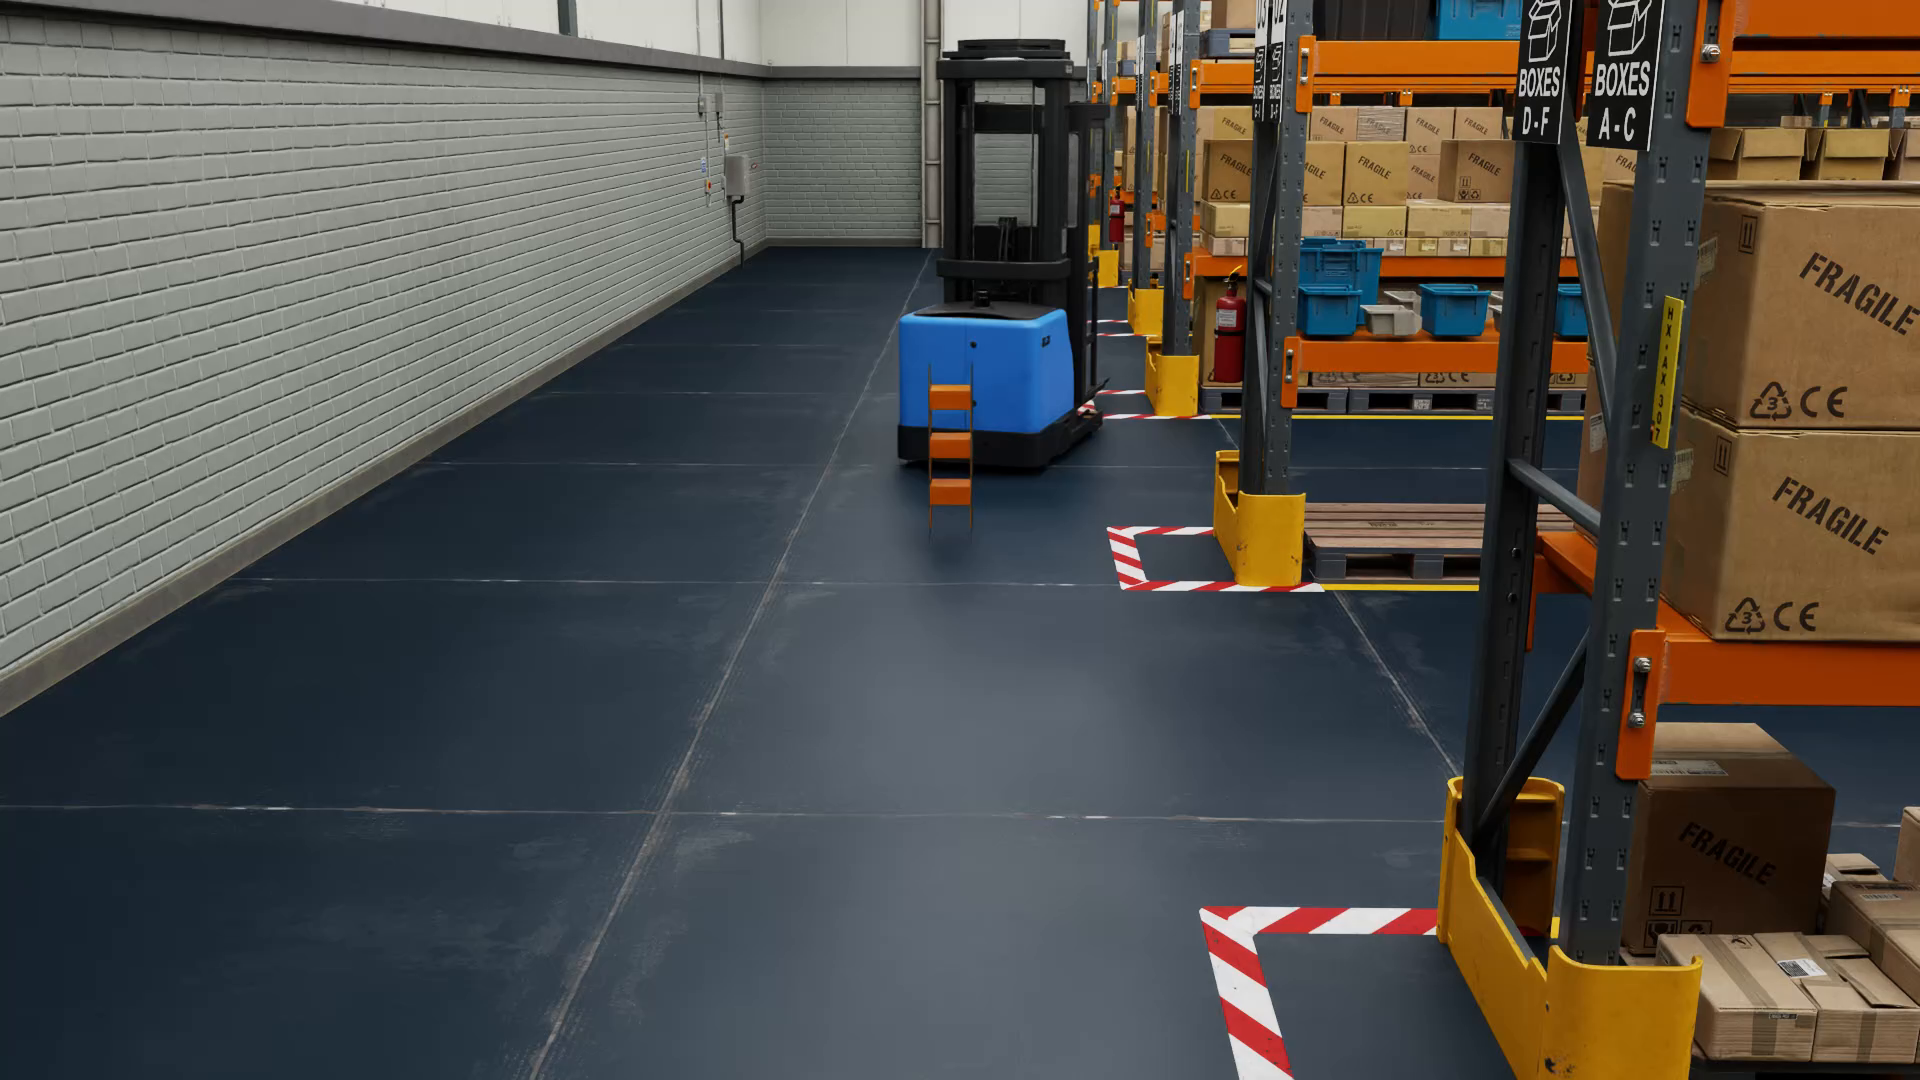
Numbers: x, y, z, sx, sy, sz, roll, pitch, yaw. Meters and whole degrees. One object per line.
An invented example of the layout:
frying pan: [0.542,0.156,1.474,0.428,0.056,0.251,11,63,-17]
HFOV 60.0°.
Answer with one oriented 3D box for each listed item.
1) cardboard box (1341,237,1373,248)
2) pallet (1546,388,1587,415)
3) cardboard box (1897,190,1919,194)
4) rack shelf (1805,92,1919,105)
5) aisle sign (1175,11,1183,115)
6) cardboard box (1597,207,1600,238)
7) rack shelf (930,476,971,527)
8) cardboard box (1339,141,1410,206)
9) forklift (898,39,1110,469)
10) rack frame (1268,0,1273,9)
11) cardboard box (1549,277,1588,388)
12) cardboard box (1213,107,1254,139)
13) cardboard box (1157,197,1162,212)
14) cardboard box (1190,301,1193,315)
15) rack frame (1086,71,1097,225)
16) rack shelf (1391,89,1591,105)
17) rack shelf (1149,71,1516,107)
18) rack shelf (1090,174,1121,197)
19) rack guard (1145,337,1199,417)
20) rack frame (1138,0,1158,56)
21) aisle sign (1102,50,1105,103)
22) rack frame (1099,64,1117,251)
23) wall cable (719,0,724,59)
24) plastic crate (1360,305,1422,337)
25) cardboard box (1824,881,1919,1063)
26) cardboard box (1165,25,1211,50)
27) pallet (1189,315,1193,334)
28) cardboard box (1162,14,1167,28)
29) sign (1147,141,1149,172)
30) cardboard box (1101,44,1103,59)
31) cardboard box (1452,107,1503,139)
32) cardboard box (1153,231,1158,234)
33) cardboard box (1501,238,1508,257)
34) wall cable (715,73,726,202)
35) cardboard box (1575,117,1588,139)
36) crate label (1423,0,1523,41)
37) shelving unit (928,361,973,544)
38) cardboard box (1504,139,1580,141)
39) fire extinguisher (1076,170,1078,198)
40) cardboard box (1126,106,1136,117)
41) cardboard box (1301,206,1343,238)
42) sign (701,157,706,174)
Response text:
cardboard box: [3.198,-2.401,13.553,0.250,0.149,0.380,0,15,0]
pallet: [5.065,-1.266,14.224,1.213,0.211,1.003,0,15,1]
cardboard box: [2.528,-0.549,3.885,0.500,0.500,0.500,1,15,2]
rack shelf: [16.196,-7.420,27.613,4.000,0.370,1.077,0,15,1]
aisle sign: [1.745,-3.796,13.253,0.004,0.787,0.394,0,15,1]
cardboard box: [5.375,-2.596,13.512,0.500,0.250,0.500,0,15,0]
rack shelf: [-0.054,-0.229,9.781,0.240,0.259,0.215,0,15,1]
cardboard box: [3.316,-2.972,13.466,0.500,0.500,0.500,0,15,0]
forklift: [0.490,-2.245,12.605,1.130,2.935,3.031,5,15,17]
rack frame: [1.698,-4.253,8.320,0.127,3.000,1.000,0,15,1]
cardboard box: [5.166,-1.790,14.085,0.875,0.875,0.875,0,15,1]
cardboard box: [2.999,-4.483,18.212,0.500,0.500,0.500,1,15,3]
cardboard box: [2.386,-3.828,18.961,0.250,0.149,0.380,0,15,1]
cardboard box: [2.568,-2.619,18.652,0.250,0.149,0.380,1,15,3]
rack frame: [2.201,-6.408,28.249,0.127,3.000,1.000,0,15,1]
rack shelf: [8.076,-6.206,23.012,4.000,0.370,1.077,0,15,1]
rack shelf: [4.052,-4.969,18.324,4.000,0.370,1.077,0,15,1]
rack shelf: [4.200,-6.047,28.292,4.000,0.370,1.077,0,15,1]
rack guard: [1.801,-1.407,14.192,0.348,0.500,1.175,0,15,1]
rack frame: [2.052,-6.780,17.899,0.127,3.000,1.000,0,15,1]
aisle sign: [2.014,-6.479,23.421,0.004,0.787,0.394,0,15,1]
rack frame: [2.078,-5.142,23.452,0.127,3.000,1.000,0,15,1]
wall cable: [-3.485,-8.929,25.968,0.133,3.039,2.988,0,15,1]
plastic crate: [2.255,-1.145,8.699,0.298,0.136,0.250,0,15,1]
cardboard box: [2.604,1.107,4.292,0.500,0.250,0.500,0,15,1]
cardboard box: [2.495,-5.430,17.975,0.500,0.250,0.500,1,15,2]
pallet: [2.940,-2.516,18.964,1.213,0.211,1.003,0,15,1]
cardboard box: [2.392,-5.765,18.462,0.250,0.149,0.380,0,15,1]
sign: [2.039,-4.160,18.029,0.005,0.325,0.100,0,15,1]
cardboard box: [2.652,-8.240,28.043,0.500,0.250,0.500,0,15,0]
cardboard box: [5.574,-4.463,18.137,0.500,0.500,0.500,0,15,-1]
cardboard box: [3.234,-5.192,28.405,0.250,0.149,0.380,0,15,-1]
cardboard box: [4.481,-2.393,13.522,0.250,0.149,0.380,1,15,2]
wall cable: [-3.535,-6.026,24.810,0.122,1.984,0.588,0,15,1]
cardboard box: [8.542,-5.565,22.897,0.500,0.500,0.500,0,15,1]
crate label: [2.612,-2.642,8.386,0.502,0.251,0.408,0,15,1]
shelving unit: [-0.054,-0.508,9.707,0.252,1.050,0.215,0,15,1]
cardboard box: [4.859,-3.097,13.938,0.500,0.500,0.500,0,15,1]
fire extinguisher: [2.042,-6.074,27.864,0.183,0.674,0.296,0,15,1]
cardboard box: [2.426,-5.915,22.952,0.250,0.149,0.380,1,15,3]
cardboard box: [2.817,-2.613,13.574,0.500,0.250,0.500,0,15,1]
sign: [-3.622,-5.292,23.489,0.001,0.218,0.327,0,15,1]
